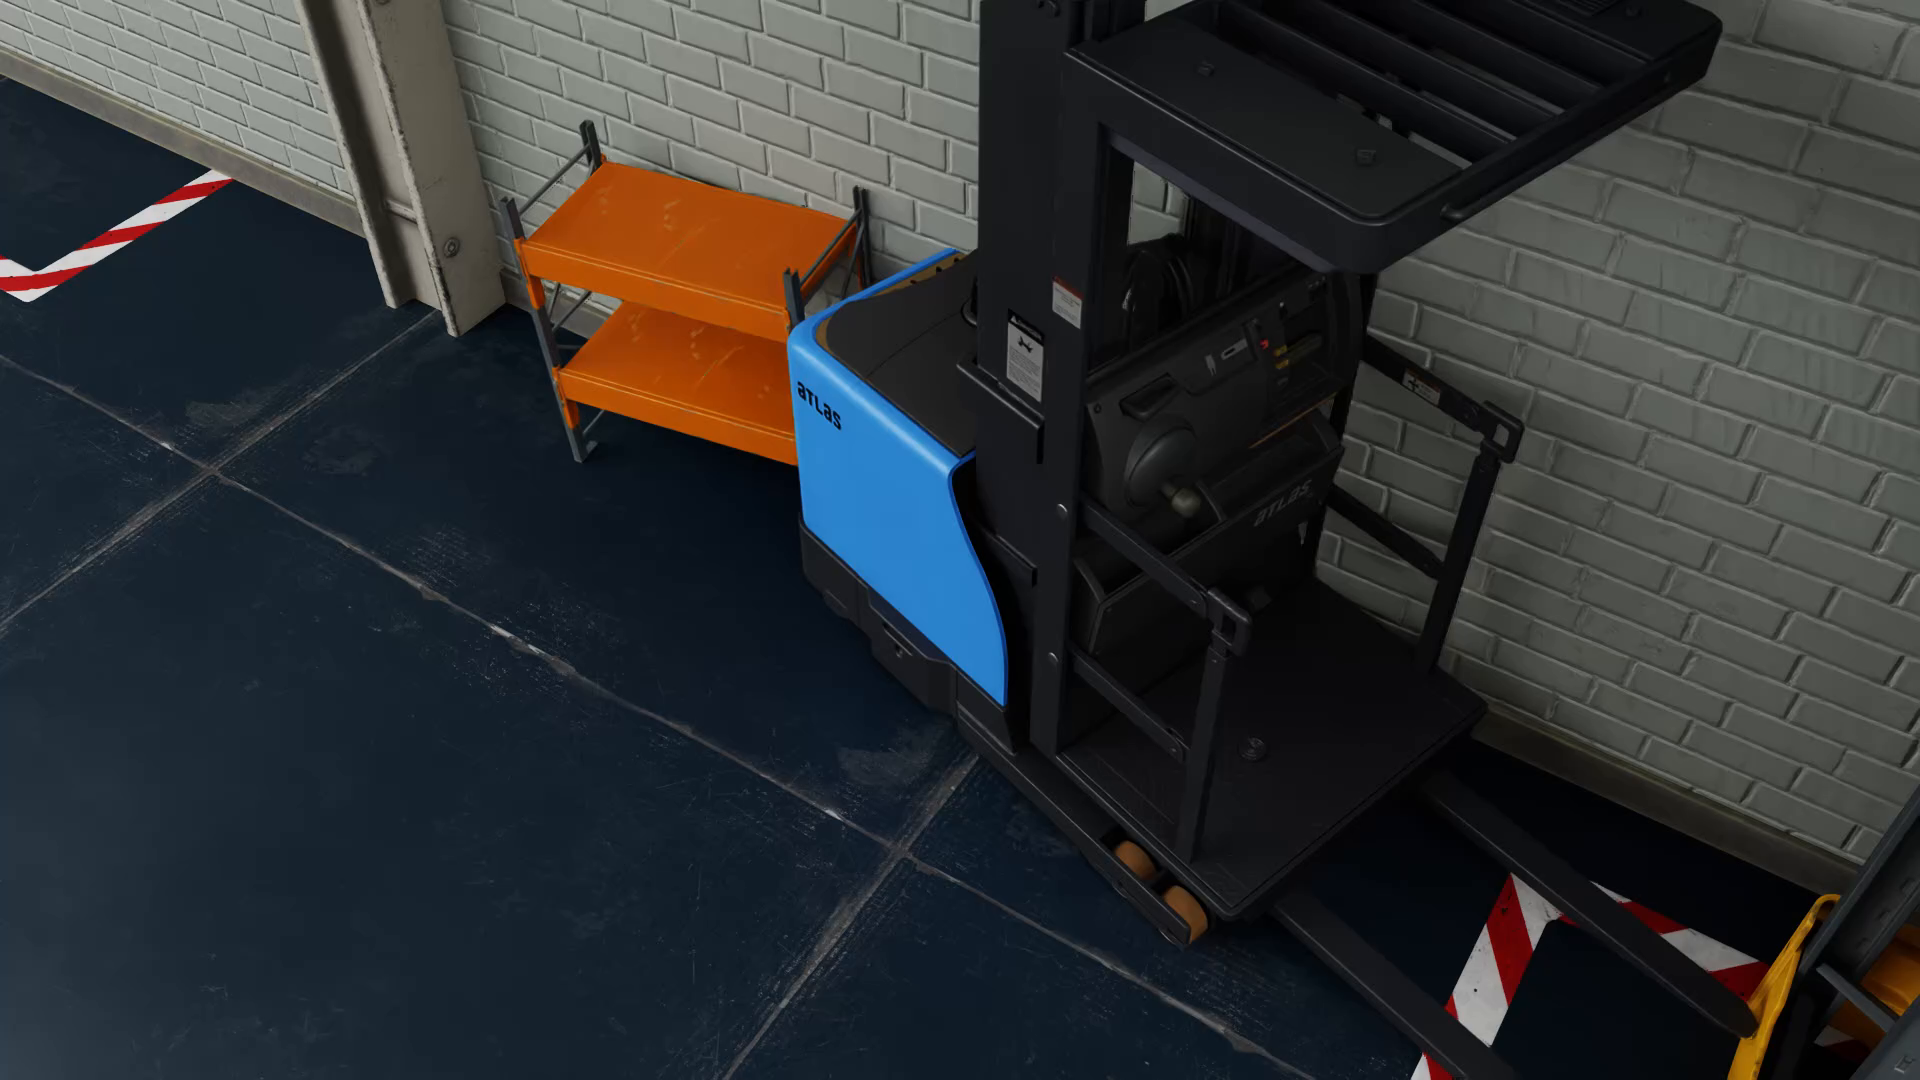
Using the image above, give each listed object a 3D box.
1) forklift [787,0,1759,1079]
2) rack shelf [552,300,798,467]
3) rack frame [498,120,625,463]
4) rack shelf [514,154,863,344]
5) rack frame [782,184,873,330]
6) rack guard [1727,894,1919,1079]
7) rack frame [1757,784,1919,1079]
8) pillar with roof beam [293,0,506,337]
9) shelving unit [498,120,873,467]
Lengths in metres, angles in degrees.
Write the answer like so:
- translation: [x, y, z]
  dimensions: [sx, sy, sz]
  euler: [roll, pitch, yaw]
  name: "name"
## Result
- translation: [0.809, -0.306, 4.003]
  dimensions: [1.130, 2.935, 3.031]
  euler: [-31, 53, -27]
  name: "forklift"
- translation: [-0.831, -0.530, 5.783]
  dimensions: [1.000, 0.278, 0.538]
  euler: [17, 50, 18]
  name: "rack shelf"
- translation: [-1.304, -0.836, 5.765]
  dimensions: [0.032, 1.125, 0.500]
  euler: [17, 50, 18]
  name: "rack frame"
- translation: [-0.856, -0.898, 5.392]
  dimensions: [1.000, 0.278, 0.538]
  euler: [17, 50, 18]
  name: "rack shelf"
- translation: [-0.380, -0.559, 5.445]
  dimensions: [0.032, 1.125, 0.500]
  euler: [17, 50, 18]
  name: "rack frame"
- translation: [2.005, 1.467, 3.976]
  dimensions: [0.348, 0.500, 1.175]
  euler: [25, 51, 22]
  name: "rack guard"
- translation: [1.941, 0.566, 3.108]
  dimensions: [0.127, 3.000, 1.000]
  euler: [25, 51, 22]
  name: "rack frame"
- translation: [-4.378, -1.500, 0.933]
  dimensions: [0.400, 9.000, 9.100]
  euler: [25, 51, 22]
  name: "pillar with roof beam"
- translation: [-0.842, -0.698, 5.605]
  dimensions: [1.048, 1.125, 0.538]
  euler: [17, 50, 18]
  name: "shelving unit"
